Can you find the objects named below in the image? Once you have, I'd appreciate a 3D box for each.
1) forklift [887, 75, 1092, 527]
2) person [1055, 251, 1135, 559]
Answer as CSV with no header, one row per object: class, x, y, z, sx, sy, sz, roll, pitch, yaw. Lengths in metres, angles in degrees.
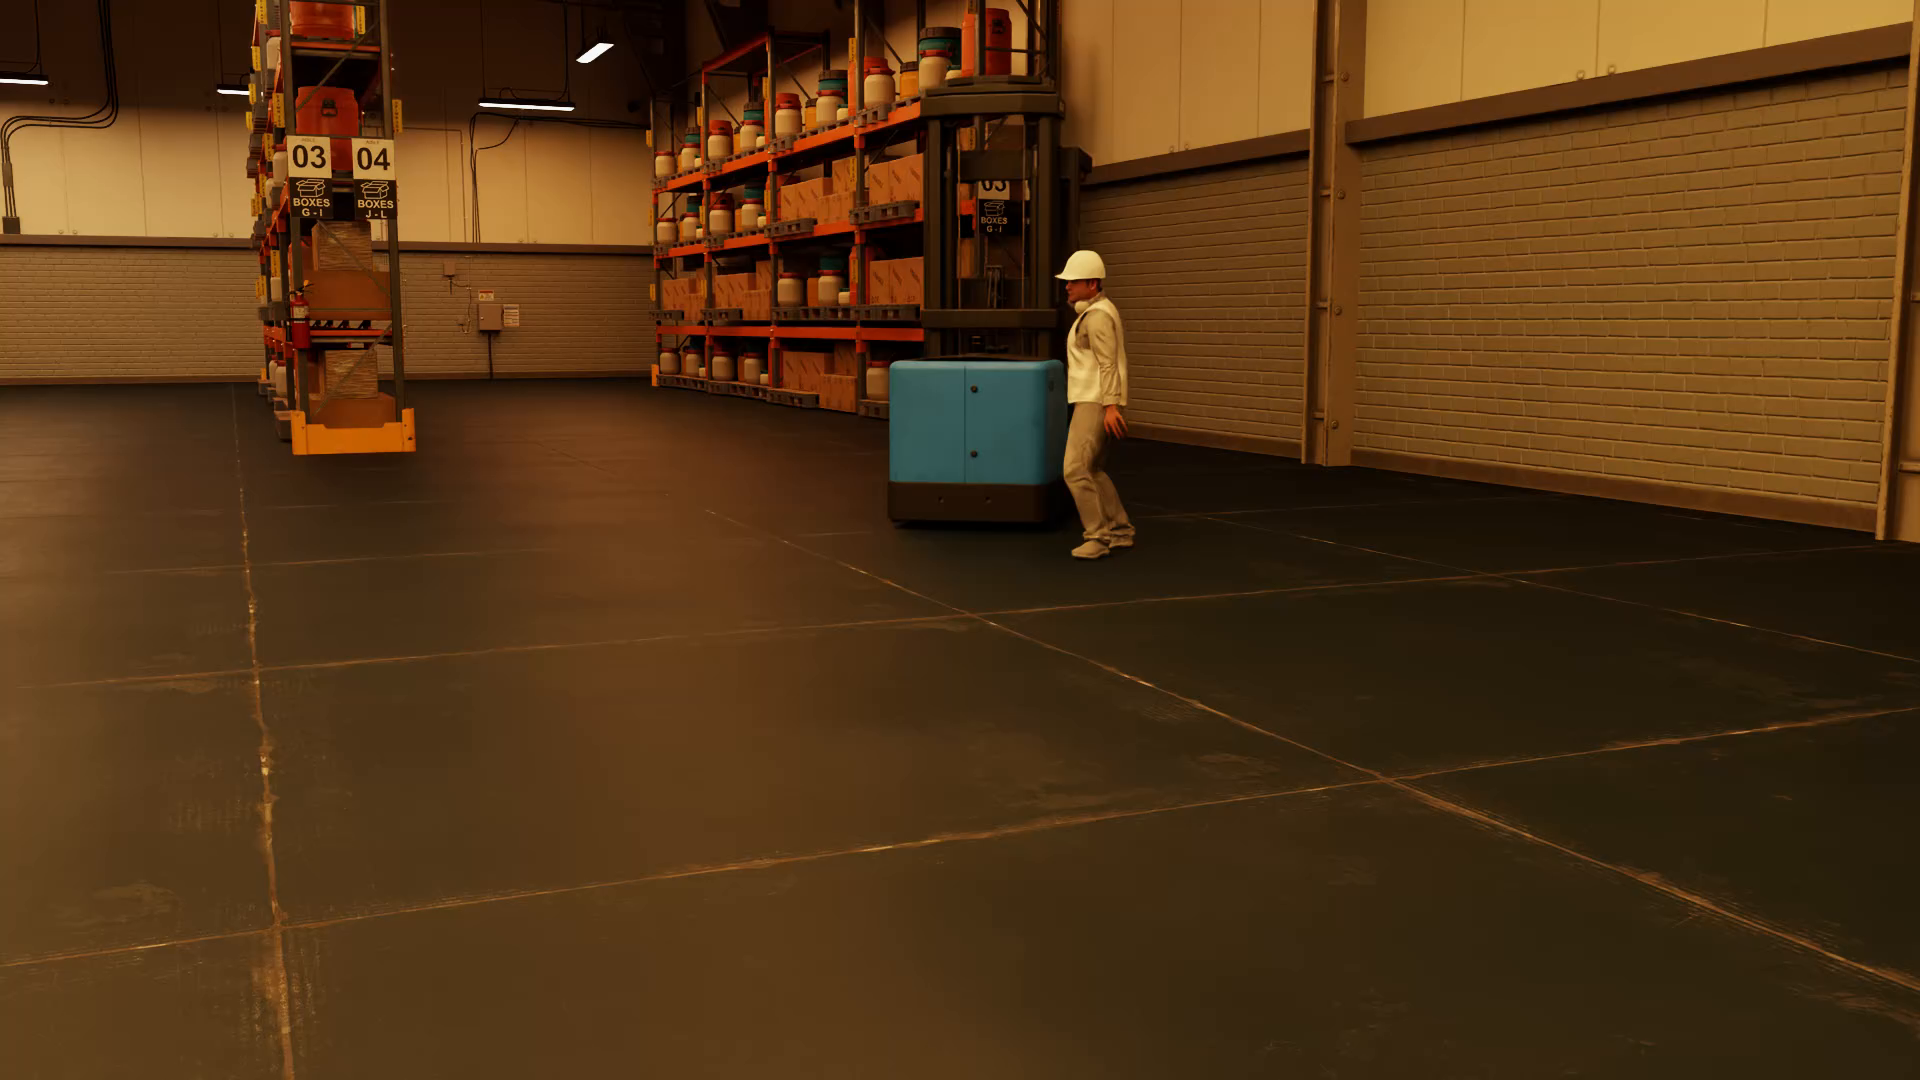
forklift,0.336,-1.694,11.792,1.130,2.935,3.031,2,8,12
person,0.785,-0.783,9.589,0.467,1.745,0.867,1,8,7
